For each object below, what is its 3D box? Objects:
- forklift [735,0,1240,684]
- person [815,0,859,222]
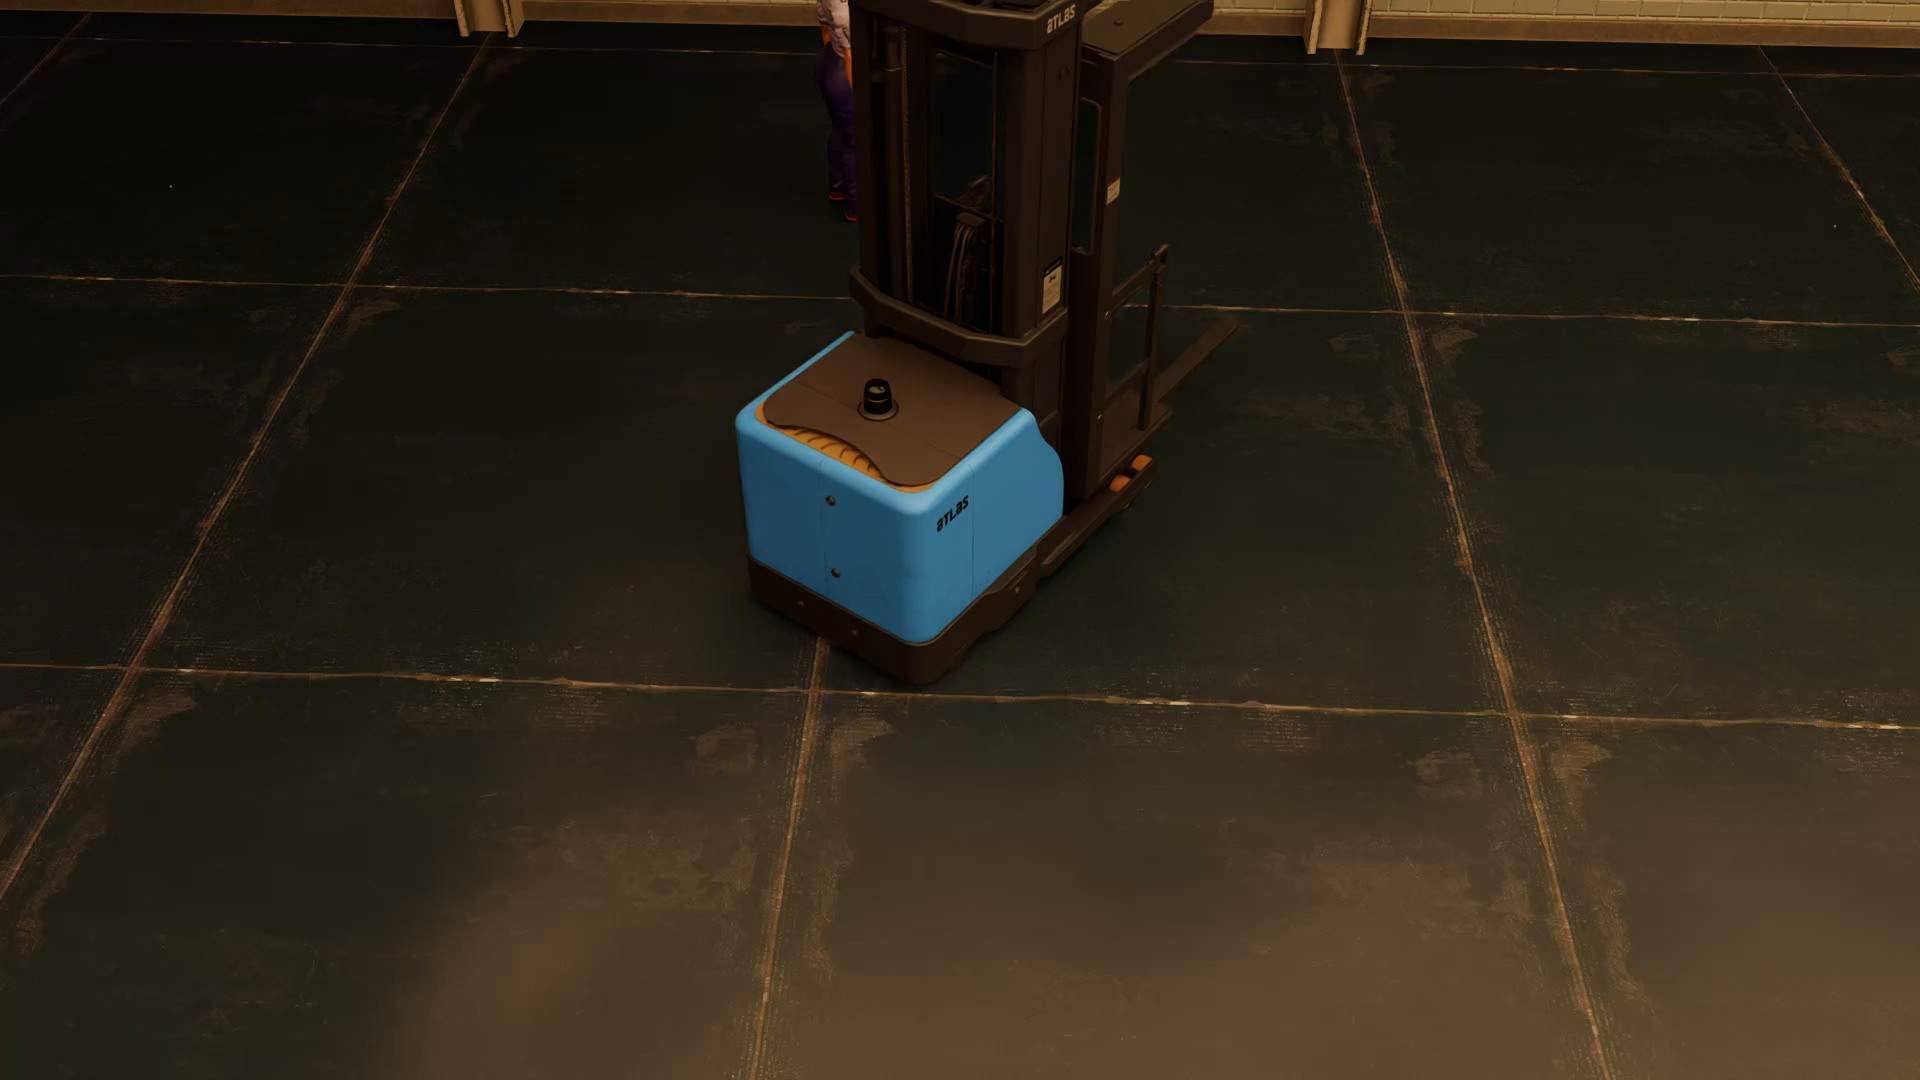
[{"bbox_3d":[0.326,-1.412,7.289,1.130,2.935,3.031,27,49,26],"label":"forklift"},{"bbox_3d":[-0.633,-2.648,9.599,0.363,1.651,0.485,-15,44,-16],"label":"person"}]
